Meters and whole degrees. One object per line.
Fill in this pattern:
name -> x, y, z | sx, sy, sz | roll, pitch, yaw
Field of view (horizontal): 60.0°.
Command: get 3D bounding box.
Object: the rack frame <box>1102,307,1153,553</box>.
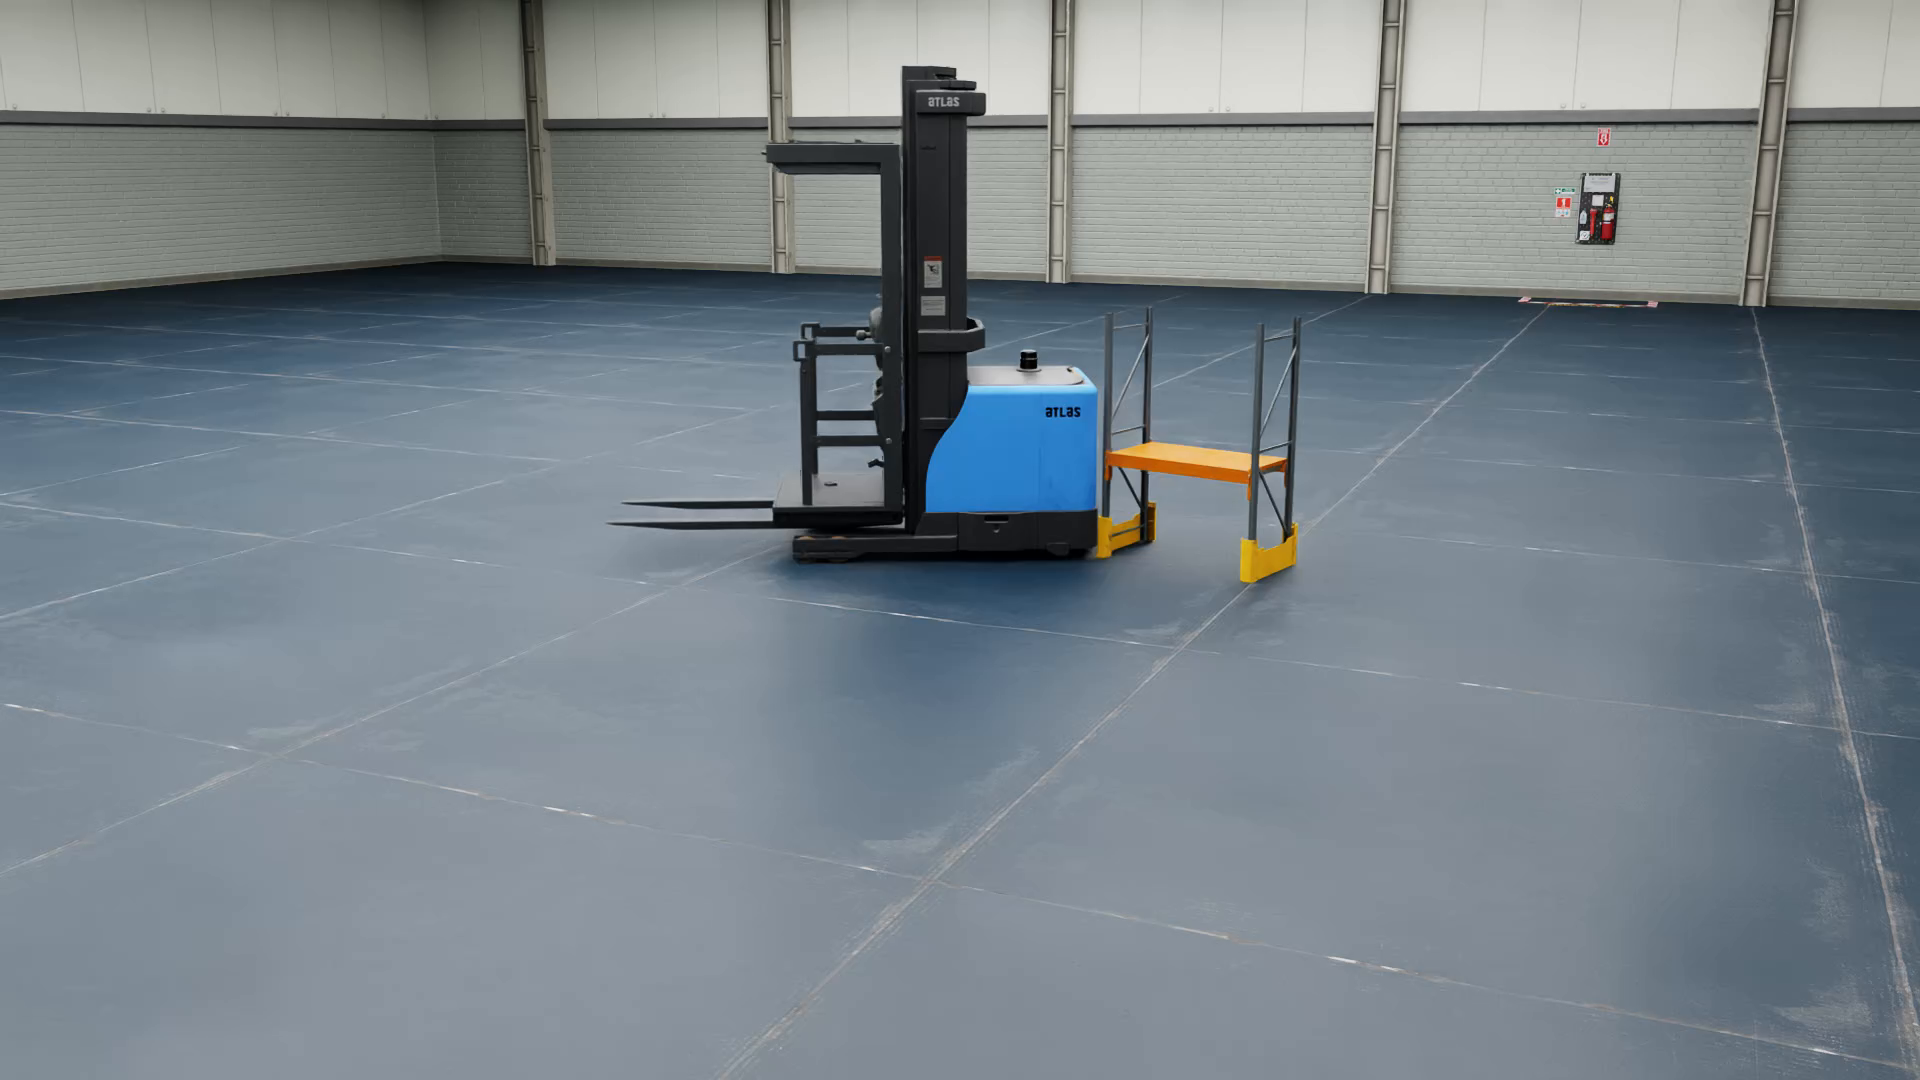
rack frame -> 1.043, -0.682, 10.378 | 0.032, 1.500, 0.500 | 10, 17, 37

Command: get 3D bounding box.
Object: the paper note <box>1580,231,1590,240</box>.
paper note -> 10.470, -5.105, 27.872 | 0.142, 0.148, 0.016 | 6, 14, 23

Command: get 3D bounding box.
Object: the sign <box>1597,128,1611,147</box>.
sign -> 10.637, -6.653, 27.467 | 0.199, 0.298, 0.001 | 6, 14, 23

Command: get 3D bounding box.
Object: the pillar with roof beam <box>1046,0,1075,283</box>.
pillar with roof beam -> 0.133, -8.398, 26.846 | 0.400, 9.000, 9.100 | 6, 14, 23

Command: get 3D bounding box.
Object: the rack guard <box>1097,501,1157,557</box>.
rack guard -> 1.059, -0.071, 10.509 | 0.087, 0.250, 0.587 | 10, 17, 37

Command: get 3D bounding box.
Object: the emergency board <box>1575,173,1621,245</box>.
emergency board -> 10.604, -5.503, 27.640 | 0.643, 1.169, 0.194 | 6, 14, 23

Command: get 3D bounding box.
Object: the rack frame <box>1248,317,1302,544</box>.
rack frame -> 1.845, -0.539, 9.770 | 0.032, 1.500, 0.500 | 10, 17, 37

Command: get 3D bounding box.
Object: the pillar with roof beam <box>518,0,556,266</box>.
pillar with roof beam -> -10.839, -9.508, 31.578 | 0.400, 9.000, 9.100 | 6, 14, 23

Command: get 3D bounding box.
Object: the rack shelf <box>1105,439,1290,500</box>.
rack shelf -> 1.444, -0.435, 10.115 | 1.000, 0.185, 0.538 | 10, 17, 37

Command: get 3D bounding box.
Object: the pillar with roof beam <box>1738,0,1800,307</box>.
pillar with roof beam -> 11.105, -7.288, 22.114 | 0.400, 9.000, 9.100 | 6, 14, 23

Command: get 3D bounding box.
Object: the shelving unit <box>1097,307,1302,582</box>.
shelving unit -> 1.451, -0.609, 10.069 | 1.083, 1.500, 0.587 | 10, 17, 37

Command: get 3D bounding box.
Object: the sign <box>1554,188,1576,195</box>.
sign -> 10.141, -5.849, 27.875 | 0.331, 0.109, 0.001 | 6, 14, 23

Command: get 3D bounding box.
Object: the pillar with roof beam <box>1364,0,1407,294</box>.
pillar with roof beam -> 5.619, -7.843, 24.480 | 0.400, 9.000, 9.100 | 6, 14, 23

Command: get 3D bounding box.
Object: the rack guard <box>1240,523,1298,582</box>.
rack guard -> 1.844, 0.069, 9.913 | 0.087, 0.250, 0.587 | 10, 17, 37

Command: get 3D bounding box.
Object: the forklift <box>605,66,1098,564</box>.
forklift -> -0.685, -1.406, 10.332 | 3.031, 2.935, 1.130 | -1, 13, -3

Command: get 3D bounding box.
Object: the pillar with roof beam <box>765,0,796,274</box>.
pillar with roof beam -> -5.353, -8.953, 29.212 | 0.400, 9.000, 9.100 | 6, 14, 23

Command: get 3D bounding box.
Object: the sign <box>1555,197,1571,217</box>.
sign -> 10.140, -5.593, 27.946 | 0.234, 0.329, 0.001 | 6, 14, 23
